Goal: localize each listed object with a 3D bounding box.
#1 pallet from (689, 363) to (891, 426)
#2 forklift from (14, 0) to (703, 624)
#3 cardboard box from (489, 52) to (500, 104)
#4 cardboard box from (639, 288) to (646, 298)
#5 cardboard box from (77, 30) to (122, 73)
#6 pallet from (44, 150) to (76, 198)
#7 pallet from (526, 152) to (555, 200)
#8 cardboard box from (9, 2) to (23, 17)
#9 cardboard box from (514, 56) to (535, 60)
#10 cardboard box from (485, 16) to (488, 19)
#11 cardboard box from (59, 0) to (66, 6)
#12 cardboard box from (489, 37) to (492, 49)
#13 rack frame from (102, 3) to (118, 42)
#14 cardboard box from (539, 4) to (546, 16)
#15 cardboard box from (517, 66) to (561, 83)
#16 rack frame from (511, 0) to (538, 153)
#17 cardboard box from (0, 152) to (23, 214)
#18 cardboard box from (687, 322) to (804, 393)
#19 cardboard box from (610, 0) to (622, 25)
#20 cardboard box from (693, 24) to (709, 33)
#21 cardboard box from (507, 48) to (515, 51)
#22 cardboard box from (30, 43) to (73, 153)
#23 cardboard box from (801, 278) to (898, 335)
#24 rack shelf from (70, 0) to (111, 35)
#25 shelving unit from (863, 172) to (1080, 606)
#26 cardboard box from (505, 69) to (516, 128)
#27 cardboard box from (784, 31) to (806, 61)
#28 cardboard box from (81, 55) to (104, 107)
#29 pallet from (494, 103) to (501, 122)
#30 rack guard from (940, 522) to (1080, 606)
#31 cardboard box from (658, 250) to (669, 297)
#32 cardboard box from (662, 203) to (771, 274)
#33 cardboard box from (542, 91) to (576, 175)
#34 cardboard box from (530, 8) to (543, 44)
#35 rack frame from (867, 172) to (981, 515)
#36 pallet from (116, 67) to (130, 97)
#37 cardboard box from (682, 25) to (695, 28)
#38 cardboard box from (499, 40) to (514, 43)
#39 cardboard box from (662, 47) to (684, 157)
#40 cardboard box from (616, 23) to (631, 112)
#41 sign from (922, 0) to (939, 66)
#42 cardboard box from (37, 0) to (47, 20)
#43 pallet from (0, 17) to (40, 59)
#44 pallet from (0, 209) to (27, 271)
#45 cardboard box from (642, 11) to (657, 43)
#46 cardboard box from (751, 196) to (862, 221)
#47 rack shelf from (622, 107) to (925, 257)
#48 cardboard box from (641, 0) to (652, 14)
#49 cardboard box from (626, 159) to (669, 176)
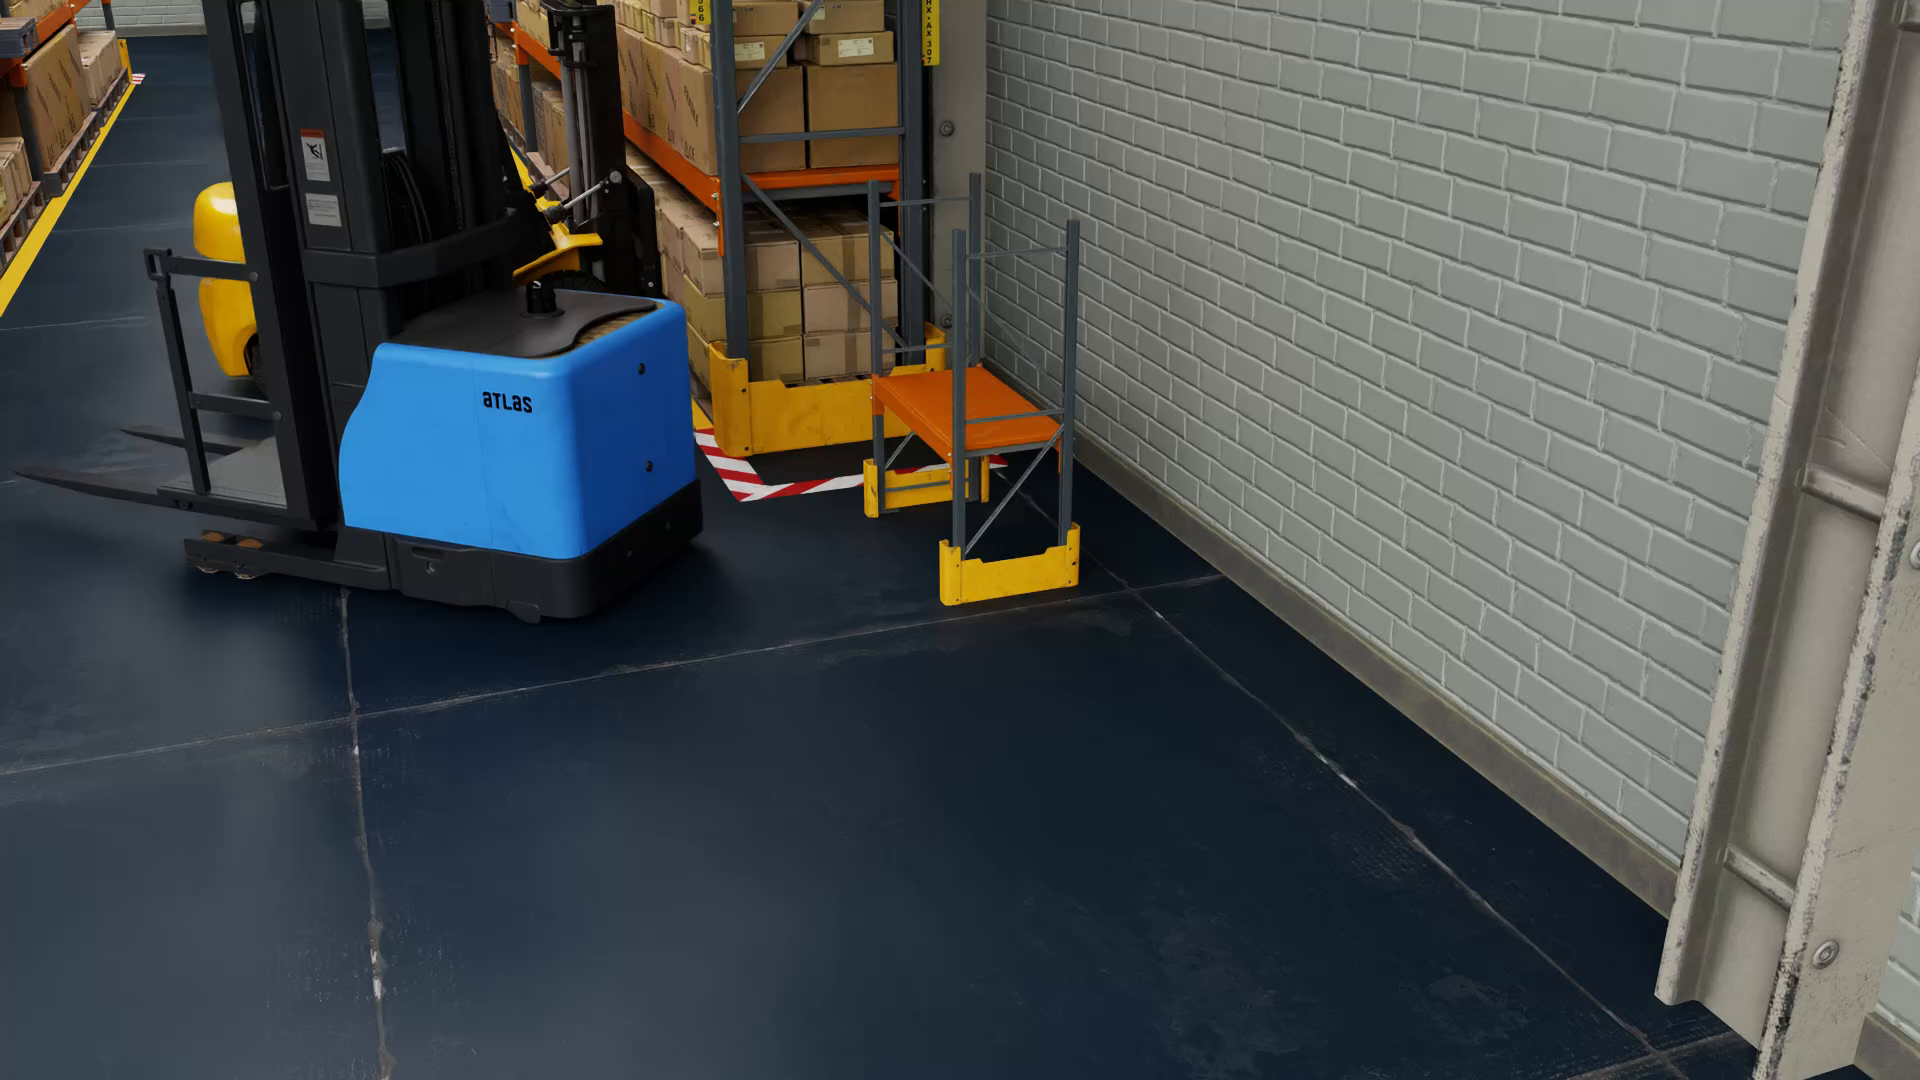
[{"bbox_3d":[-0.978,-0.923,9.167,1.003,0.211,1.213,-8,24,-19],"label":"pallet"},{"bbox_3d":[-2.679,-1.368,6.721,3.031,2.935,1.130,8,24,19],"label":"forklift"},{"bbox_3d":[-4.750,-4.938,17.782,0.500,0.500,0.500,-9,24,-20],"label":"cardboard box"},{"bbox_3d":[-1.670,-1.540,10.041,0.500,0.250,0.500,-8,24,-17],"label":"cardboard box"},{"bbox_3d":[-10.636,-5.853,20.034,0.875,0.438,0.875,-9,25,-21],"label":"cardboard box"},{"bbox_3d":[-8.345,-3.172,14.503,1.003,0.211,1.213,-8,24,-19],"label":"pallet"},{"bbox_3d":[-3.240,-3.253,14.696,1.003,0.211,1.213,-8,24,-19],"label":"pallet"},{"bbox_3d":[-8.074,-4.303,13.790,0.500,0.250,0.500,-9,24,-20],"label":"cardboard box"},{"bbox_3d":[-4.134,-4.626,16.207,0.380,0.149,0.250,-8,24,-17],"label":"cardboard box"},{"bbox_3d":[-6.193,-6.557,21.618,0.797,0.503,0.637,-9,25,-21],"label":"cardboard box"},{"bbox_3d":[-9.156,-5.416,16.430,0.500,0.250,0.500,-9,24,-20],"label":"cardboard box"},{"bbox_3d":[-5.030,-5.469,18.207,0.380,0.149,0.250,-7,24,-16],"label":"cardboard box"},{"bbox_3d":[-10.963,-7.067,20.154,1.000,3.000,0.127,-8,24,-19],"label":"rack frame"},{"bbox_3d":[-3.019,-4.252,13.025,0.500,0.250,0.500,-8,24,-18],"label":"cardboard box"},{"bbox_3d":[-3.906,-4.327,15.498,0.380,0.149,0.250,-10,25,-22],"label":"cardboard box"},{"bbox_3d":[-3.495,-4.842,14.876,1.000,3.000,0.127,-8,24,-19],"label":"rack frame"},{"bbox_3d":[-7.678,-2.669,12.562,0.950,0.372,0.625,-9,24,-20],"label":"cardboard box"},{"bbox_3d":[-1.130,-0.989,8.734,0.500,0.250,0.500,-8,24,-19],"label":"cardboard box"},{"bbox_3d":[-1.895,-3.202,10.020,0.380,0.149,0.250,-9,24,-20],"label":"cardboard box"},{"bbox_3d":[-1.108,-2.604,8.219,0.380,0.149,0.250,-8,24,-19],"label":"cardboard box"},{"bbox_3d":[-4.387,-4.909,16.878,0.380,0.149,0.250,-8,24,-19],"label":"cardboard box"},{"bbox_3d":[-8.614,-3.961,14.981,0.875,0.875,0.875,-8,24,-18],"label":"cardboard box"},{"bbox_3d":[-0.640,-1.292,8.808,0.500,0.250,0.500,-8,24,-18],"label":"cardboard box"},{"bbox_3d":[-10.257,-6.008,18.569,1.077,0.370,4.000,-8,24,-19],"label":"rack shelf"},{"bbox_3d":[0.027,-0.663,6.893,0.587,1.500,1.083,-8,24,-19],"label":"shelving unit"},{"bbox_3d":[-4.199,-4.381,16.460,0.500,0.500,0.500,-7,24,-17],"label":"cardboard box"},{"bbox_3d":[-0.692,-2.520,8.403,0.380,0.149,0.250,-8,24,-19],"label":"cardboard box"},{"bbox_3d":[-9.671,-4.869,17.698,0.875,0.438,0.875,-9,24,-20],"label":"cardboard box"},{"bbox_3d":[-4.585,-4.720,18.177,1.003,0.211,1.213,-8,24,-19],"label":"pallet"},{"bbox_3d":[0.203,0.093,6.706,0.587,0.250,0.087,-8,24,-19],"label":"rack guard"},{"bbox_3d":[-1.502,-1.595,9.527,0.500,0.250,0.500,-9,24,-20],"label":"cardboard box"},{"bbox_3d":[-1.309,-1.632,8.972,0.500,0.250,0.500,-8,24,-18],"label":"cardboard box"},{"bbox_3d":[-3.049,-3.477,14.153,0.875,0.625,0.625,-8,24,-17],"label":"cardboard box"},{"bbox_3d":[-3.205,-4.209,13.566,0.500,0.250,0.500,-9,25,-21],"label":"cardboard box"},{"bbox_3d":[-0.149,-0.845,7.323,0.500,1.500,0.032,-8,24,-19],"label":"rack frame"},{"bbox_3d":[-10.607,-5.502,20.032,1.003,0.211,1.213,-8,24,-19],"label":"pallet"},{"bbox_3d":[-1.206,-2.559,8.496,0.380,0.149,0.250,-8,24,-18],"label":"cardboard box"},{"bbox_3d":[-4.649,-5.190,17.544,0.380,0.149,0.250,-9,24,-20],"label":"cardboard box"},{"bbox_3d":[-1.263,-2.314,8.749,0.500,0.500,0.500,-8,24,-17],"label":"cardboard box"},{"bbox_3d":[-1.790,-2.867,10.061,0.500,0.500,0.500,-9,24,-20],"label":"cardboard box"},{"bbox_3d":[-0.147,-2.445,7.972,0.100,0.325,0.005,-8,24,-19],"label":"sign"},{"bbox_3d":[-8.630,-4.857,15.106,0.500,0.250,0.500,-8,24,-19],"label":"cardboard box"},{"bbox_3d":[-7.786,-3.827,12.715,1.213,0.211,1.003,-8,24,-19],"label":"pallet"},{"bbox_3d":[-7.435,-2.148,12.075,1.003,0.211,1.213,-8,24,-19],"label":"pallet"},{"bbox_3d":[-1.529,-2.831,9.140,0.380,0.149,0.250,-8,24,-19],"label":"cardboard box"},{"bbox_3d":[-0.841,-1.704,9.144,0.500,0.250,0.500,-8,24,-19],"label":"cardboard box"},{"bbox_3d":[-1.375,-2.331,9.844,1.077,0.370,4.000,-8,24,-19],"label":"rack shelf"},{"bbox_3d":[-1.537,-2.969,9.084,0.380,0.149,0.250,-8,24,-18],"label":"cardboard box"},{"bbox_3d":[-1.846,-2.191,10.298,0.500,0.250,0.500,-7,24,-17],"label":"cardboard box"}]
